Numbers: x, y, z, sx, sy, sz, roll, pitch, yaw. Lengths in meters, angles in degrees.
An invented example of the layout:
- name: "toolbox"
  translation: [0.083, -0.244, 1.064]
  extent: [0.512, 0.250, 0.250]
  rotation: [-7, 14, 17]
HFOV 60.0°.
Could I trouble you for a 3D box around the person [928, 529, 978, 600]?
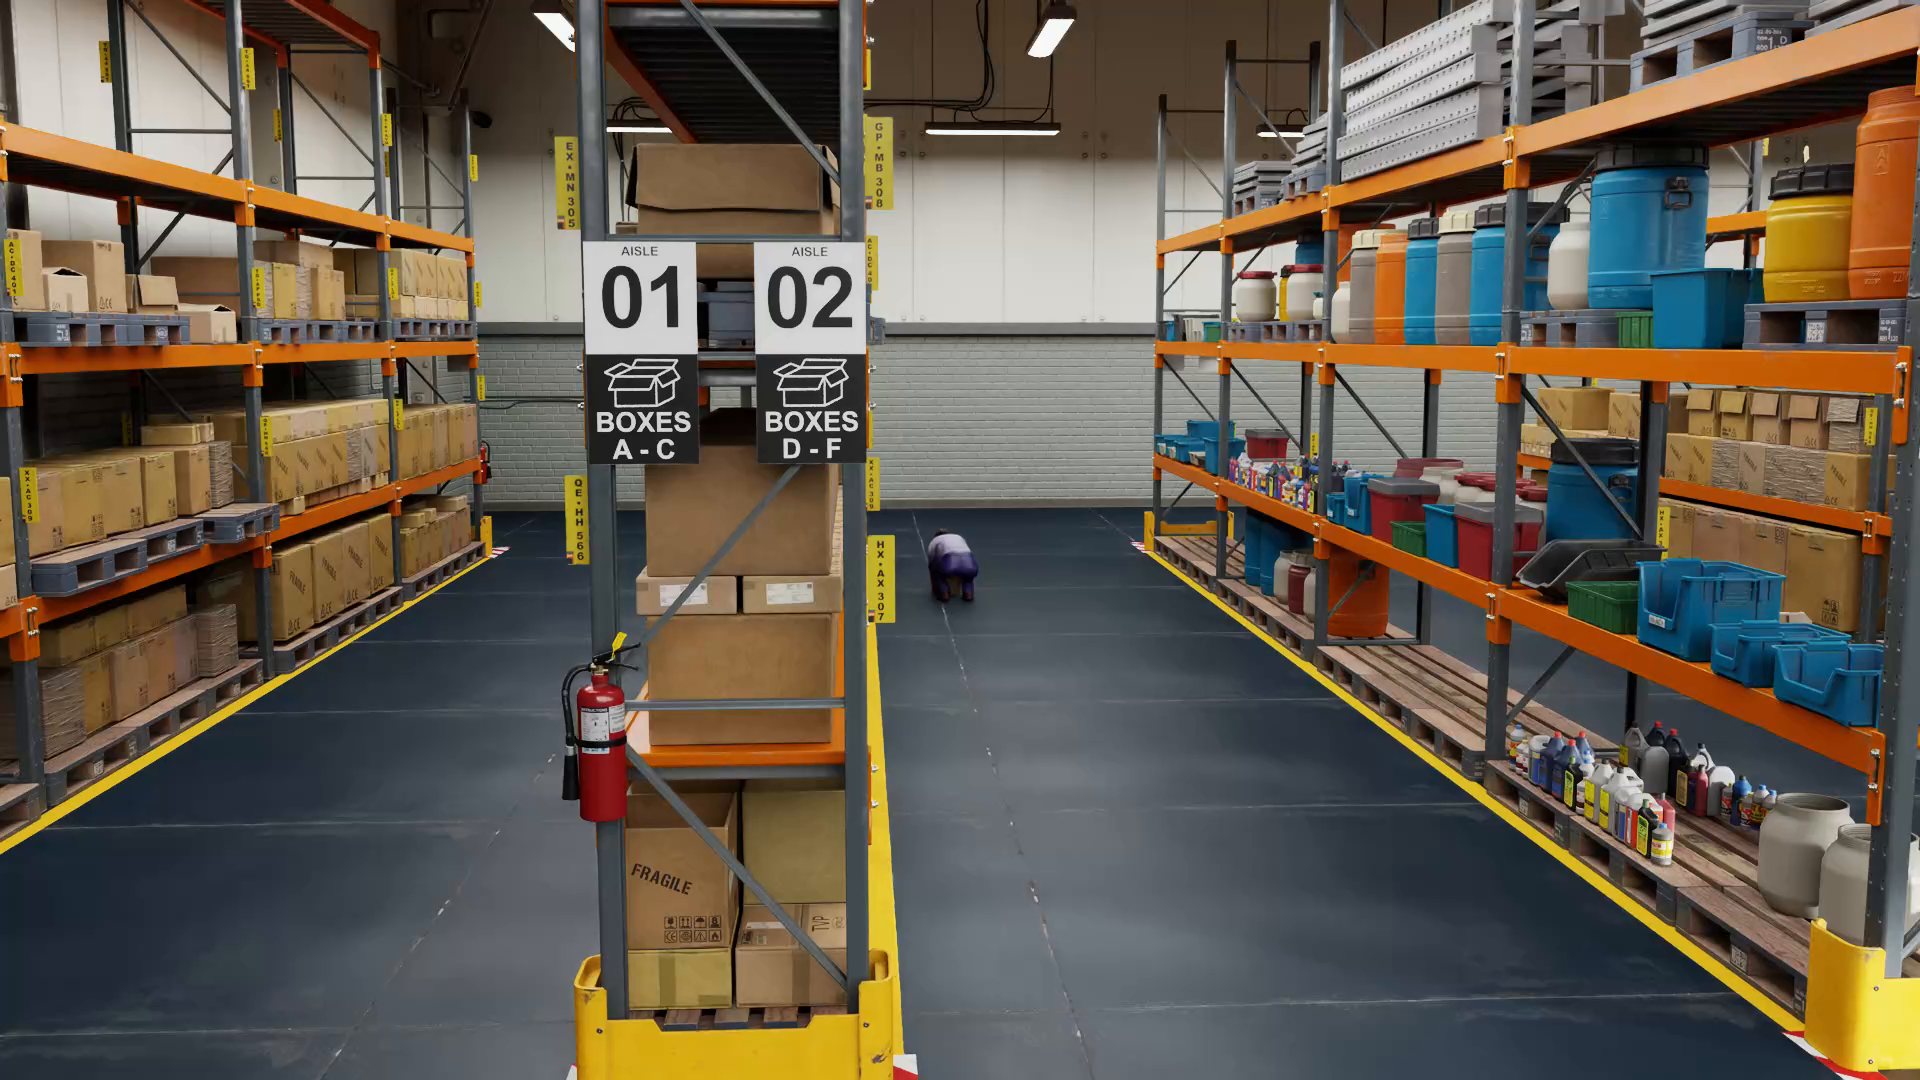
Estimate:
- name: "person"
  translation: [-0.083, 0.314, 18.354]
  extent: [0.508, 0.784, 0.854]
  rotation: [-1, 7, -12]
